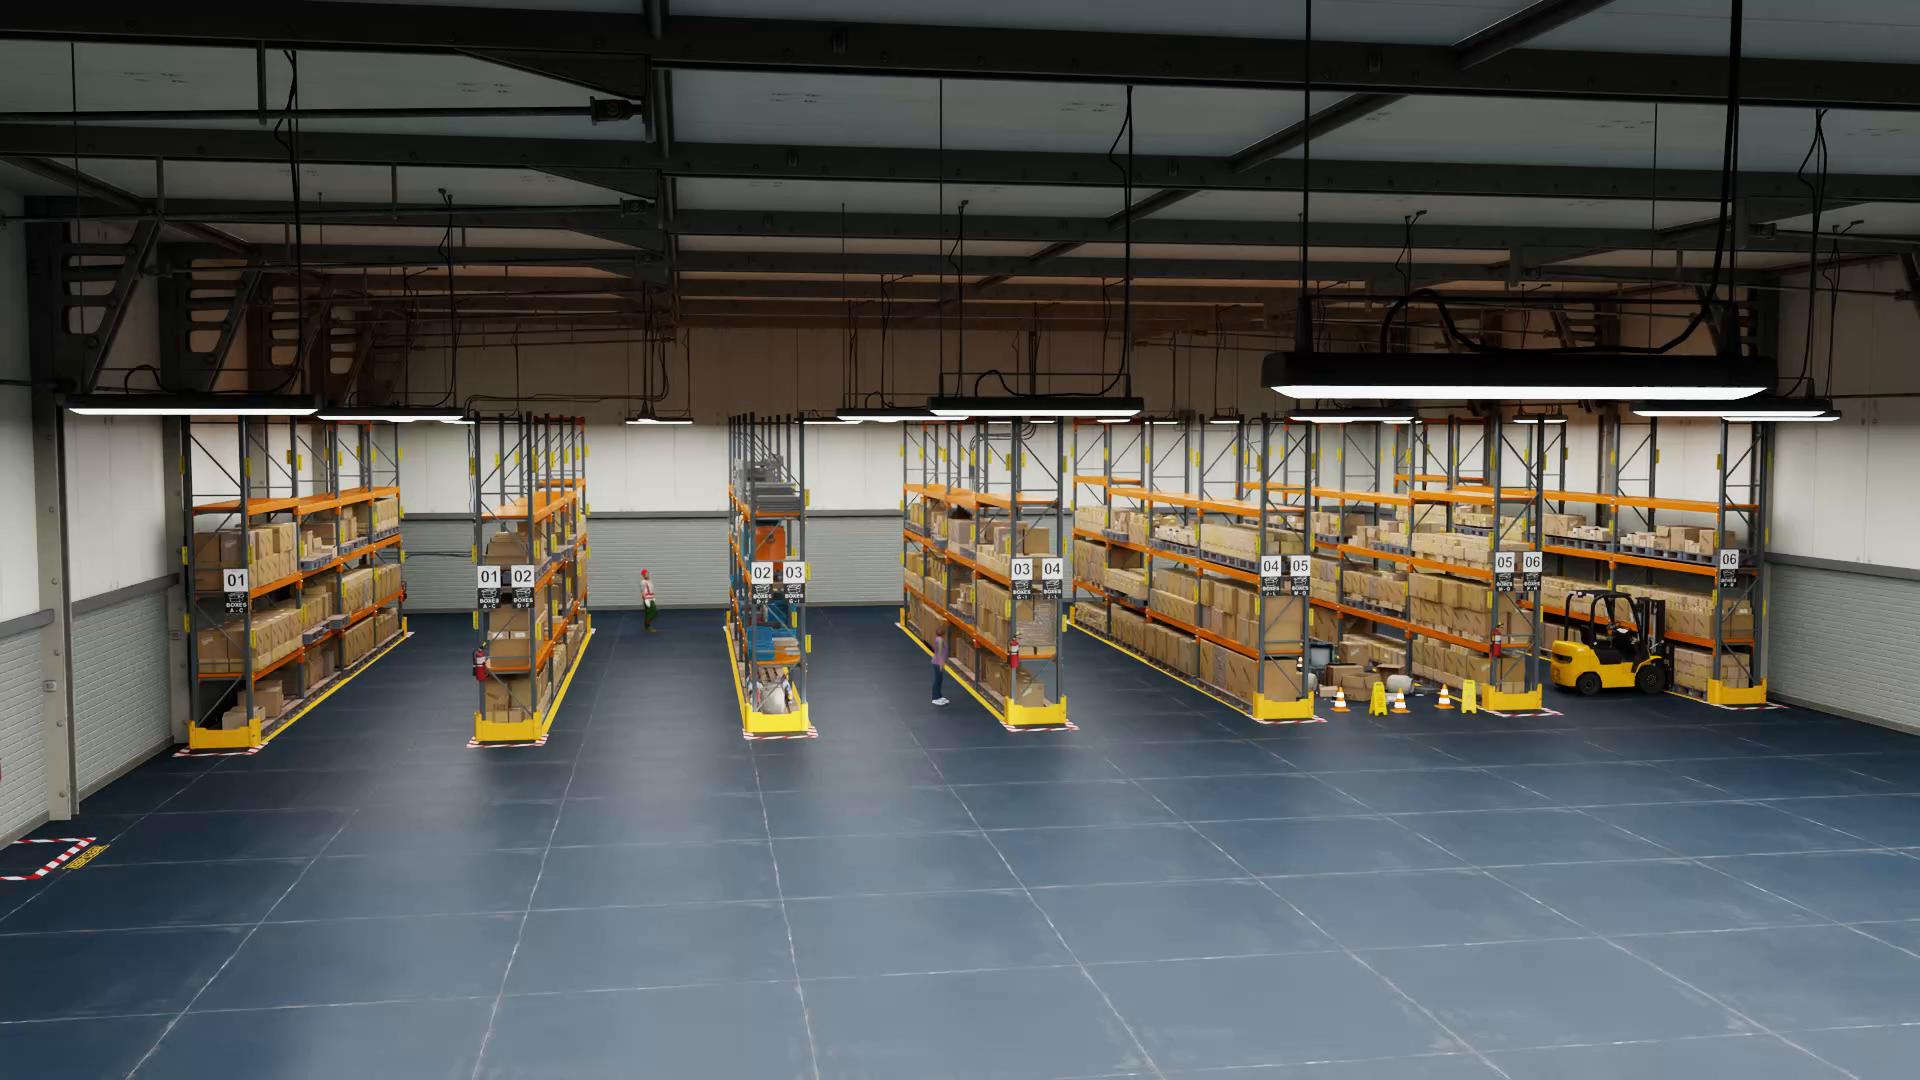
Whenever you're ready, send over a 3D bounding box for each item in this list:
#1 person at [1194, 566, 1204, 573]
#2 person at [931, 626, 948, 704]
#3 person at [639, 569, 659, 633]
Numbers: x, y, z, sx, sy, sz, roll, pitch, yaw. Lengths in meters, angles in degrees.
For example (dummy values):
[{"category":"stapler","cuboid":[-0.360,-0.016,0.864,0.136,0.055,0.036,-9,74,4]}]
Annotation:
[{"category":"person","cuboid":[7.348,1.423,51.132,0.908,1.622,0.478,-2,4,-24]},{"category":"person","cuboid":[-0.417,2.580,34.374,0.352,1.610,0.428,0,4,-6]},{"category":"person","cuboid":[-8.624,1.698,46.081,0.453,1.782,0.575,0,4,7]}]
